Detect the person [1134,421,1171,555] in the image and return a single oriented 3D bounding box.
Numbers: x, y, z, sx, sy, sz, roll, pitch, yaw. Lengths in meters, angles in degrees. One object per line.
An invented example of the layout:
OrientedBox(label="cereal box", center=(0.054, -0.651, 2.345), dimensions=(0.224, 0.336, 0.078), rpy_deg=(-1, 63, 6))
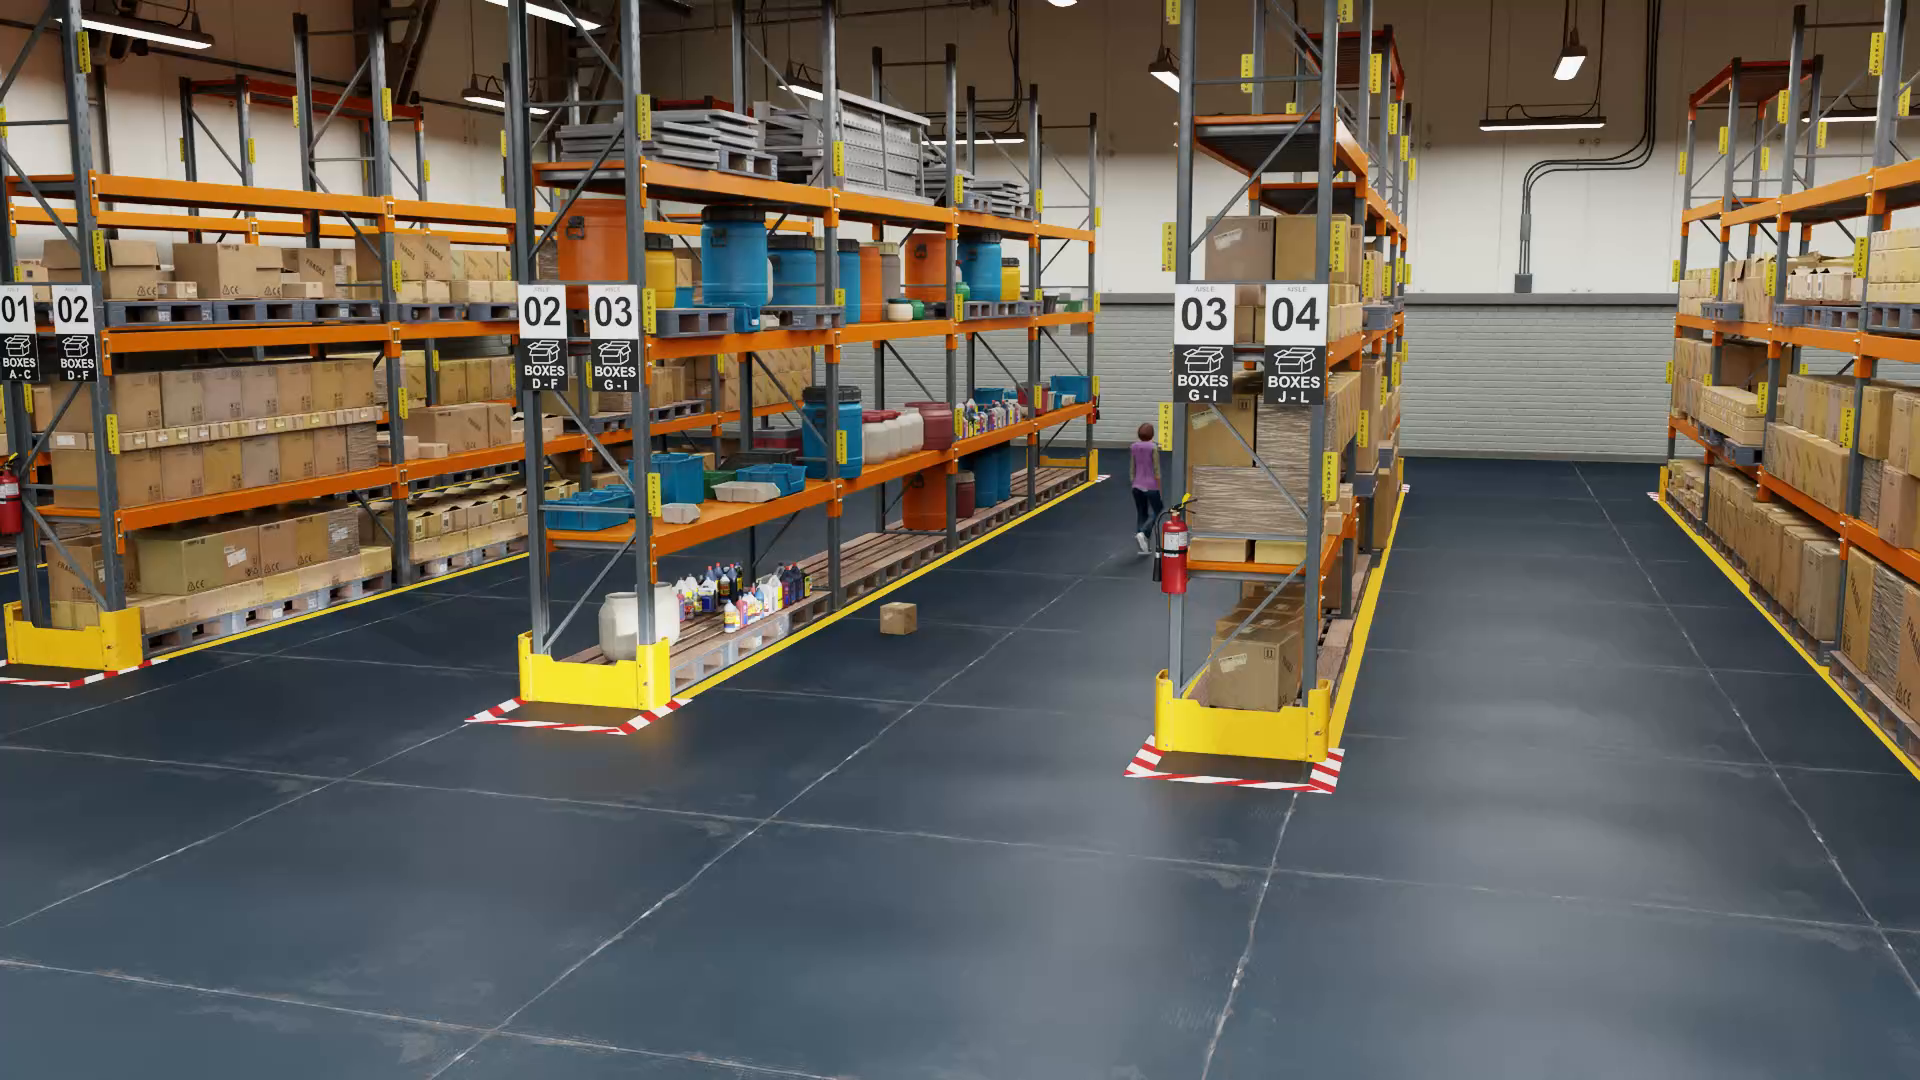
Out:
OrientedBox(label="person", center=(2.281, -0.616, 19.859), dimensions=(0.419, 1.581, 0.411), rpy_deg=(6, 10, 34))
